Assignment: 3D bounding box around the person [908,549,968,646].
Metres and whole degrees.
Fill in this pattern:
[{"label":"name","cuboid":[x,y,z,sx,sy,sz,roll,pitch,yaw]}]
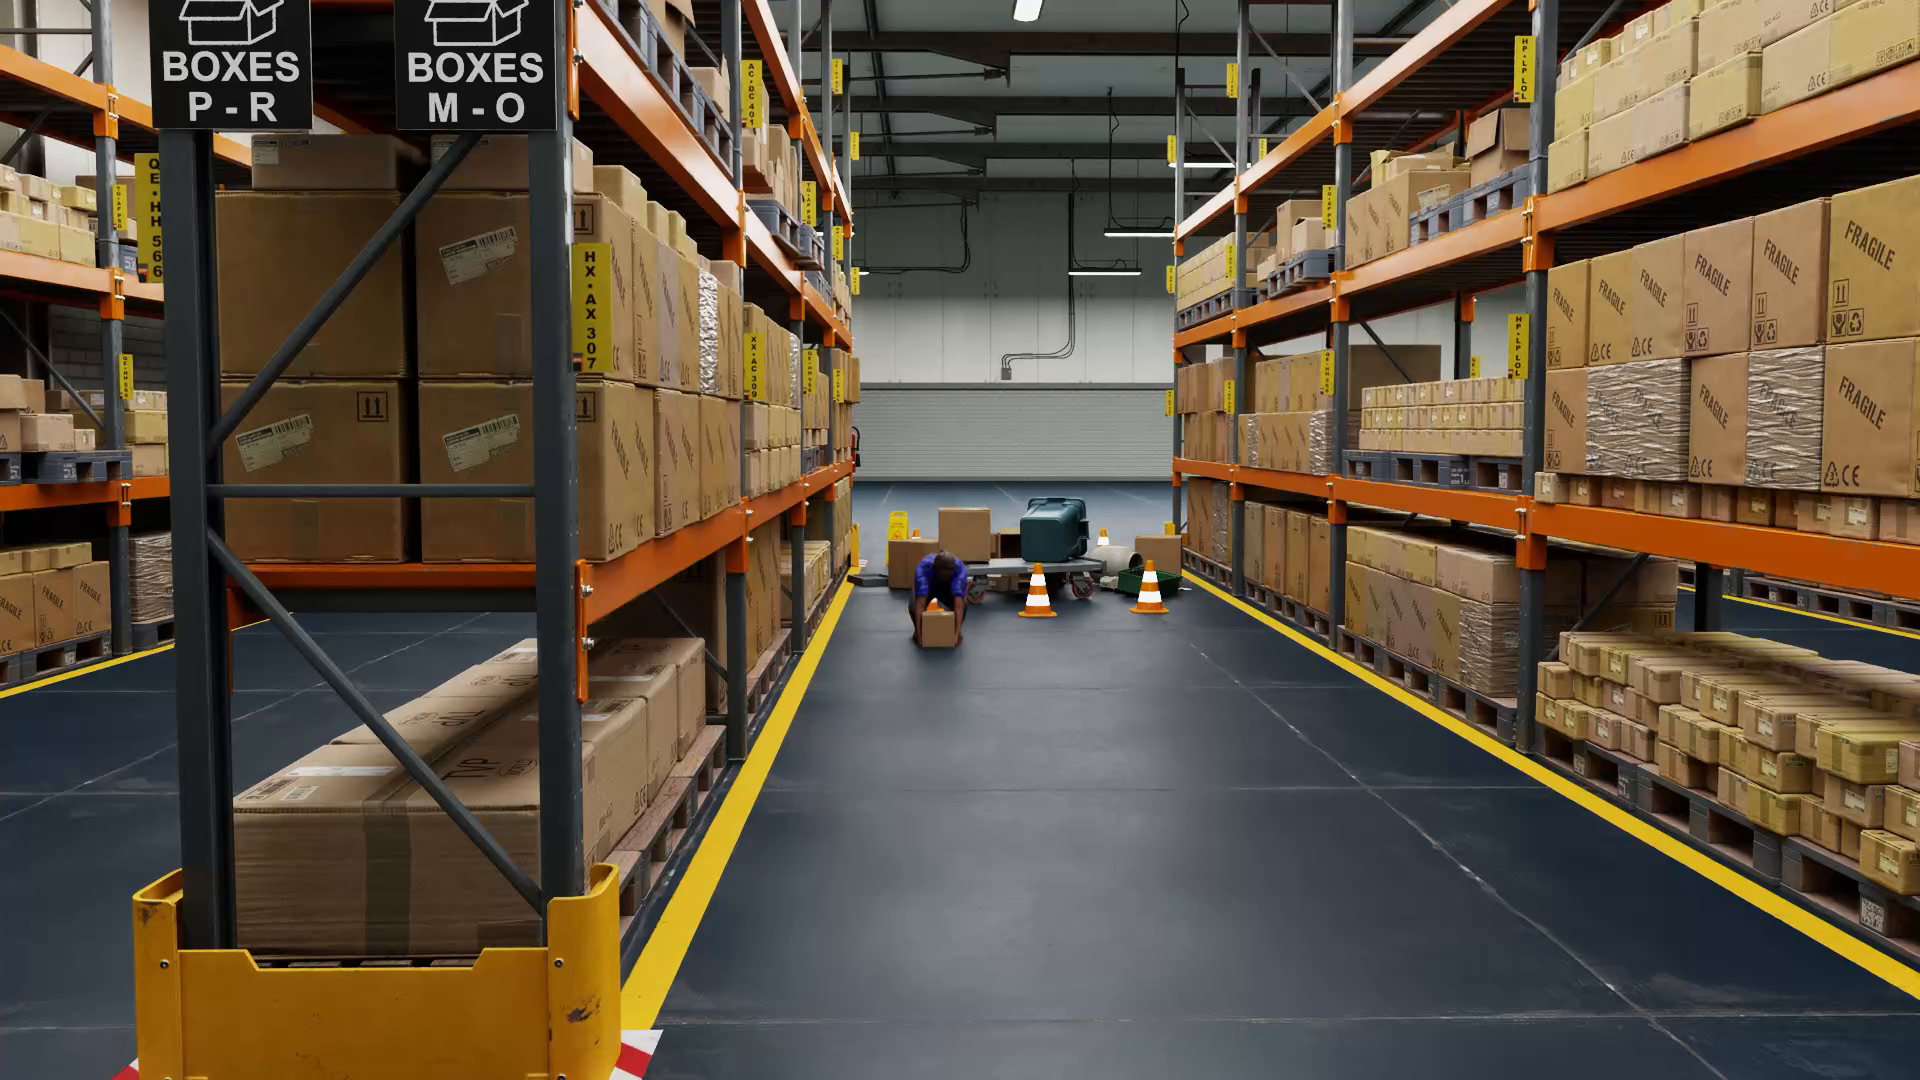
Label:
[{"label":"person","cuboid":[-0.172,0.457,13.101,0.472,0.807,0.844,0,4,-2]}]
